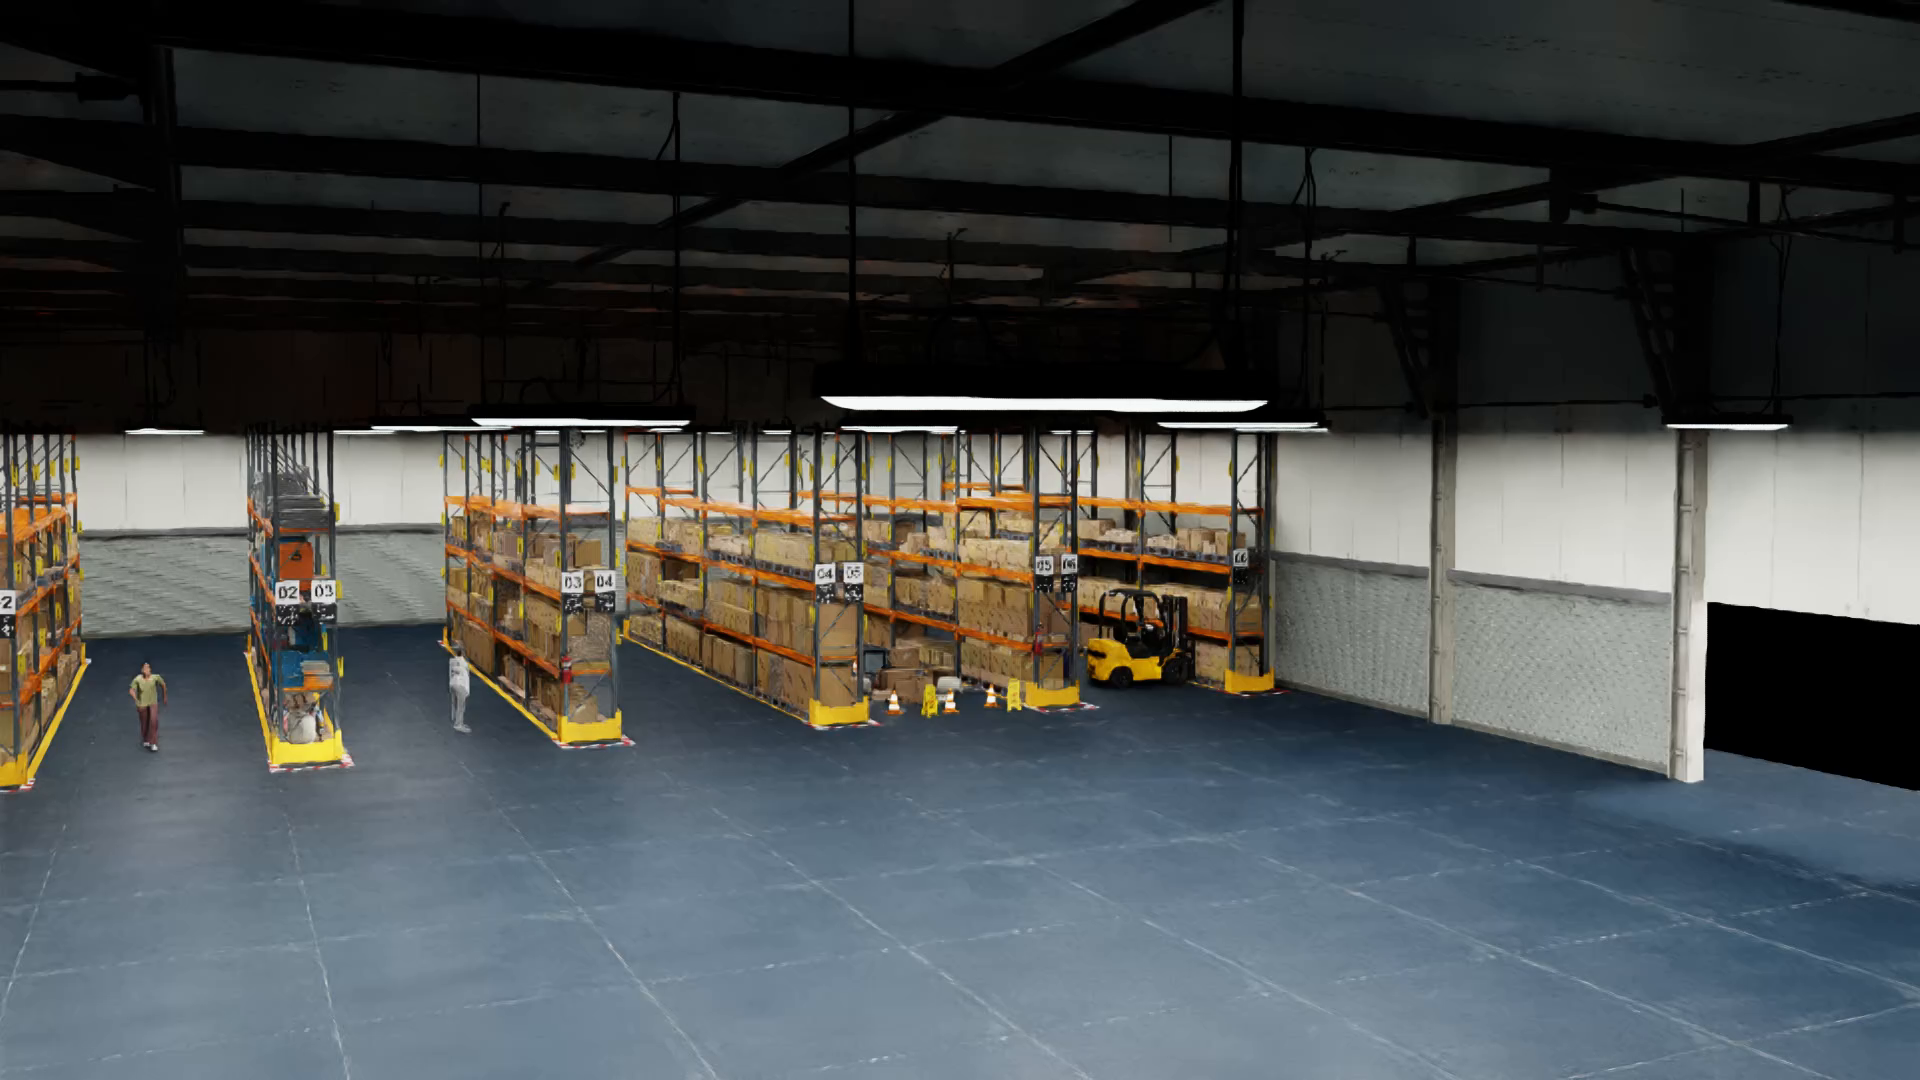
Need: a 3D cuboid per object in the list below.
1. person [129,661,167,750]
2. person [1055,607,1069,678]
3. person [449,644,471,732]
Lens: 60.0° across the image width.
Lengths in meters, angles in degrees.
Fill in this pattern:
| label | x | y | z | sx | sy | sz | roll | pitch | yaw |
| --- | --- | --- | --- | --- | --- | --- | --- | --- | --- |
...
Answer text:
| label | x | y | z | sx | sy | sz | roll | pitch | yaw |
| --- | --- | --- | --- | --- | --- | --- | --- | --- | --- |
| person | -14.906 | 3.011 | 30.520 | 0.603 | 1.600 | 0.799 | -1 | 4 | -19 |
| person | 2.362 | 2.433 | 39.466 | 0.471 | 1.637 | 0.523 | 0 | 4 | 5 |
| person | -9.681 | 2.857 | 32.249 | 0.538 | 1.680 | 0.408 | 3 | 4 | 35 |
